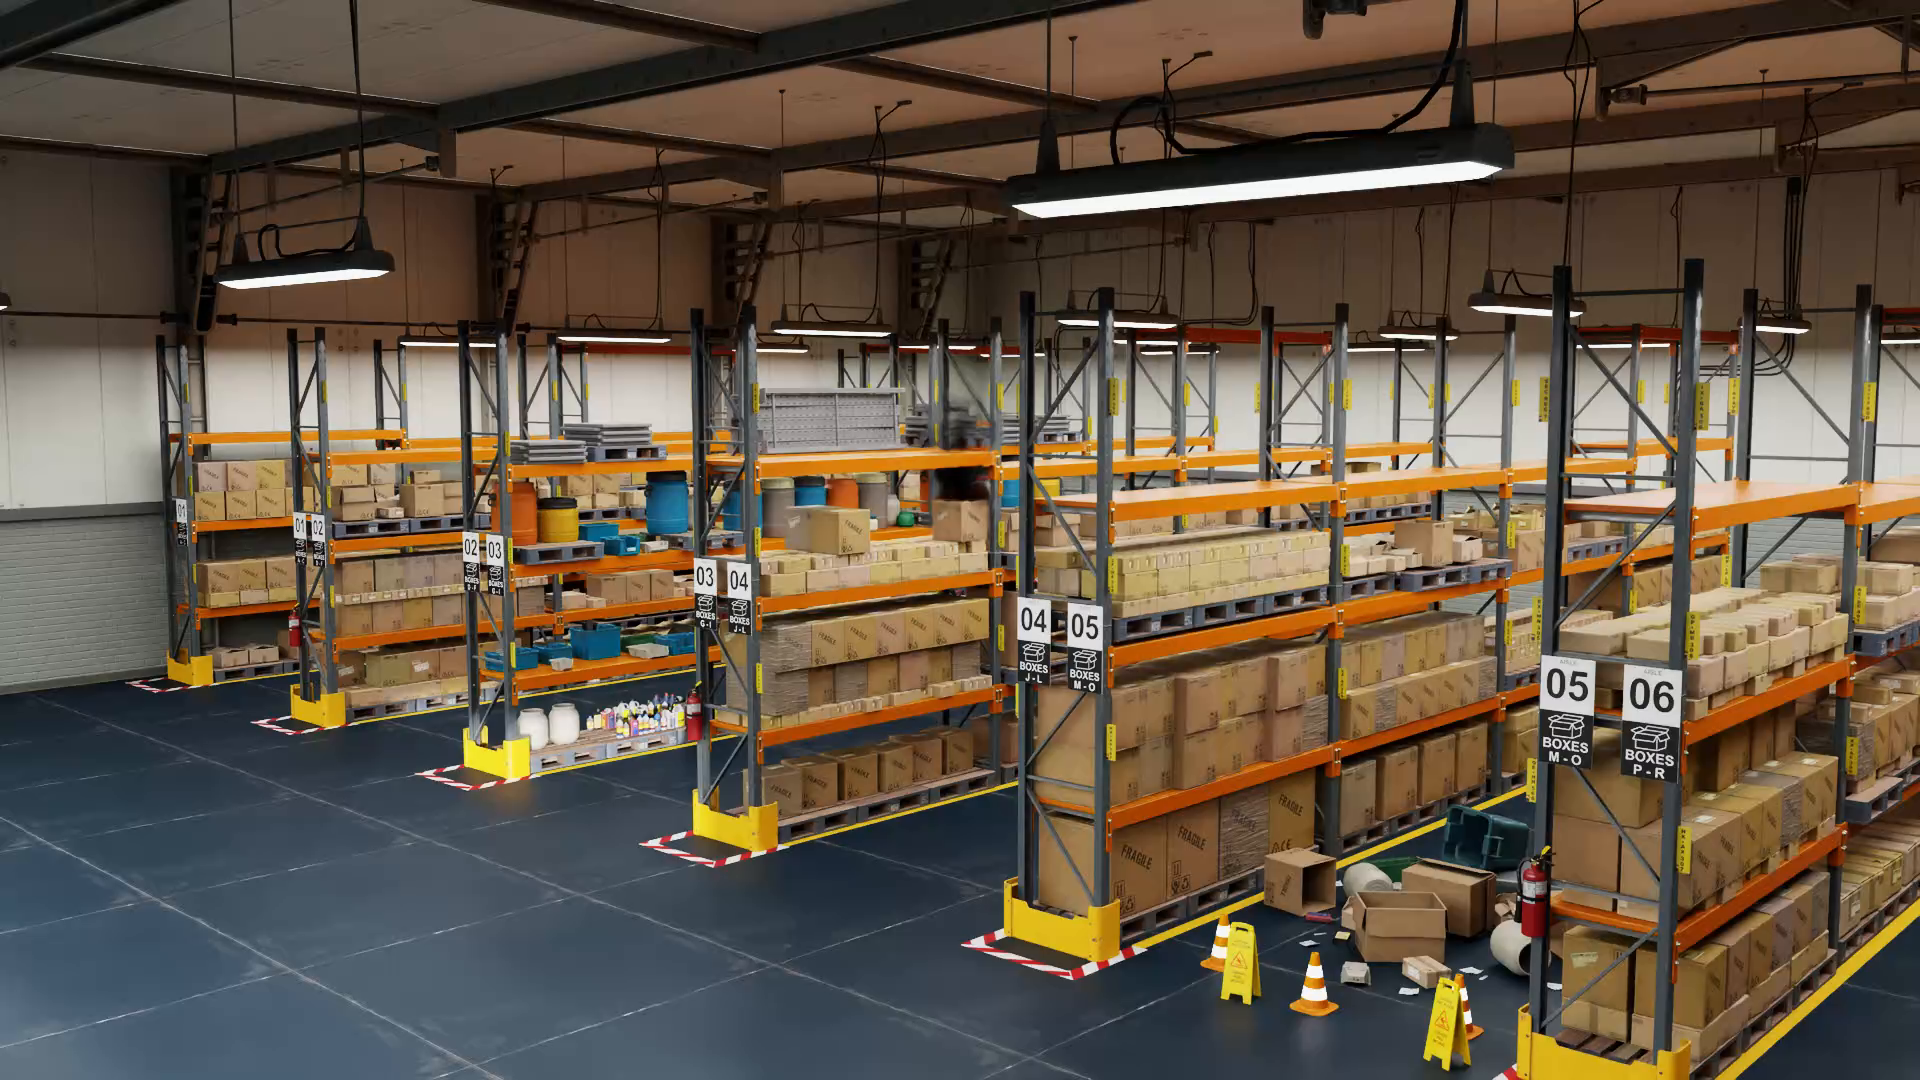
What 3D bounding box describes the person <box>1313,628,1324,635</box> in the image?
[{"bbox_3d":[5.212,2.087,24.327,0.592,1.598,0.588,4,7,34],"label":"person"}]
